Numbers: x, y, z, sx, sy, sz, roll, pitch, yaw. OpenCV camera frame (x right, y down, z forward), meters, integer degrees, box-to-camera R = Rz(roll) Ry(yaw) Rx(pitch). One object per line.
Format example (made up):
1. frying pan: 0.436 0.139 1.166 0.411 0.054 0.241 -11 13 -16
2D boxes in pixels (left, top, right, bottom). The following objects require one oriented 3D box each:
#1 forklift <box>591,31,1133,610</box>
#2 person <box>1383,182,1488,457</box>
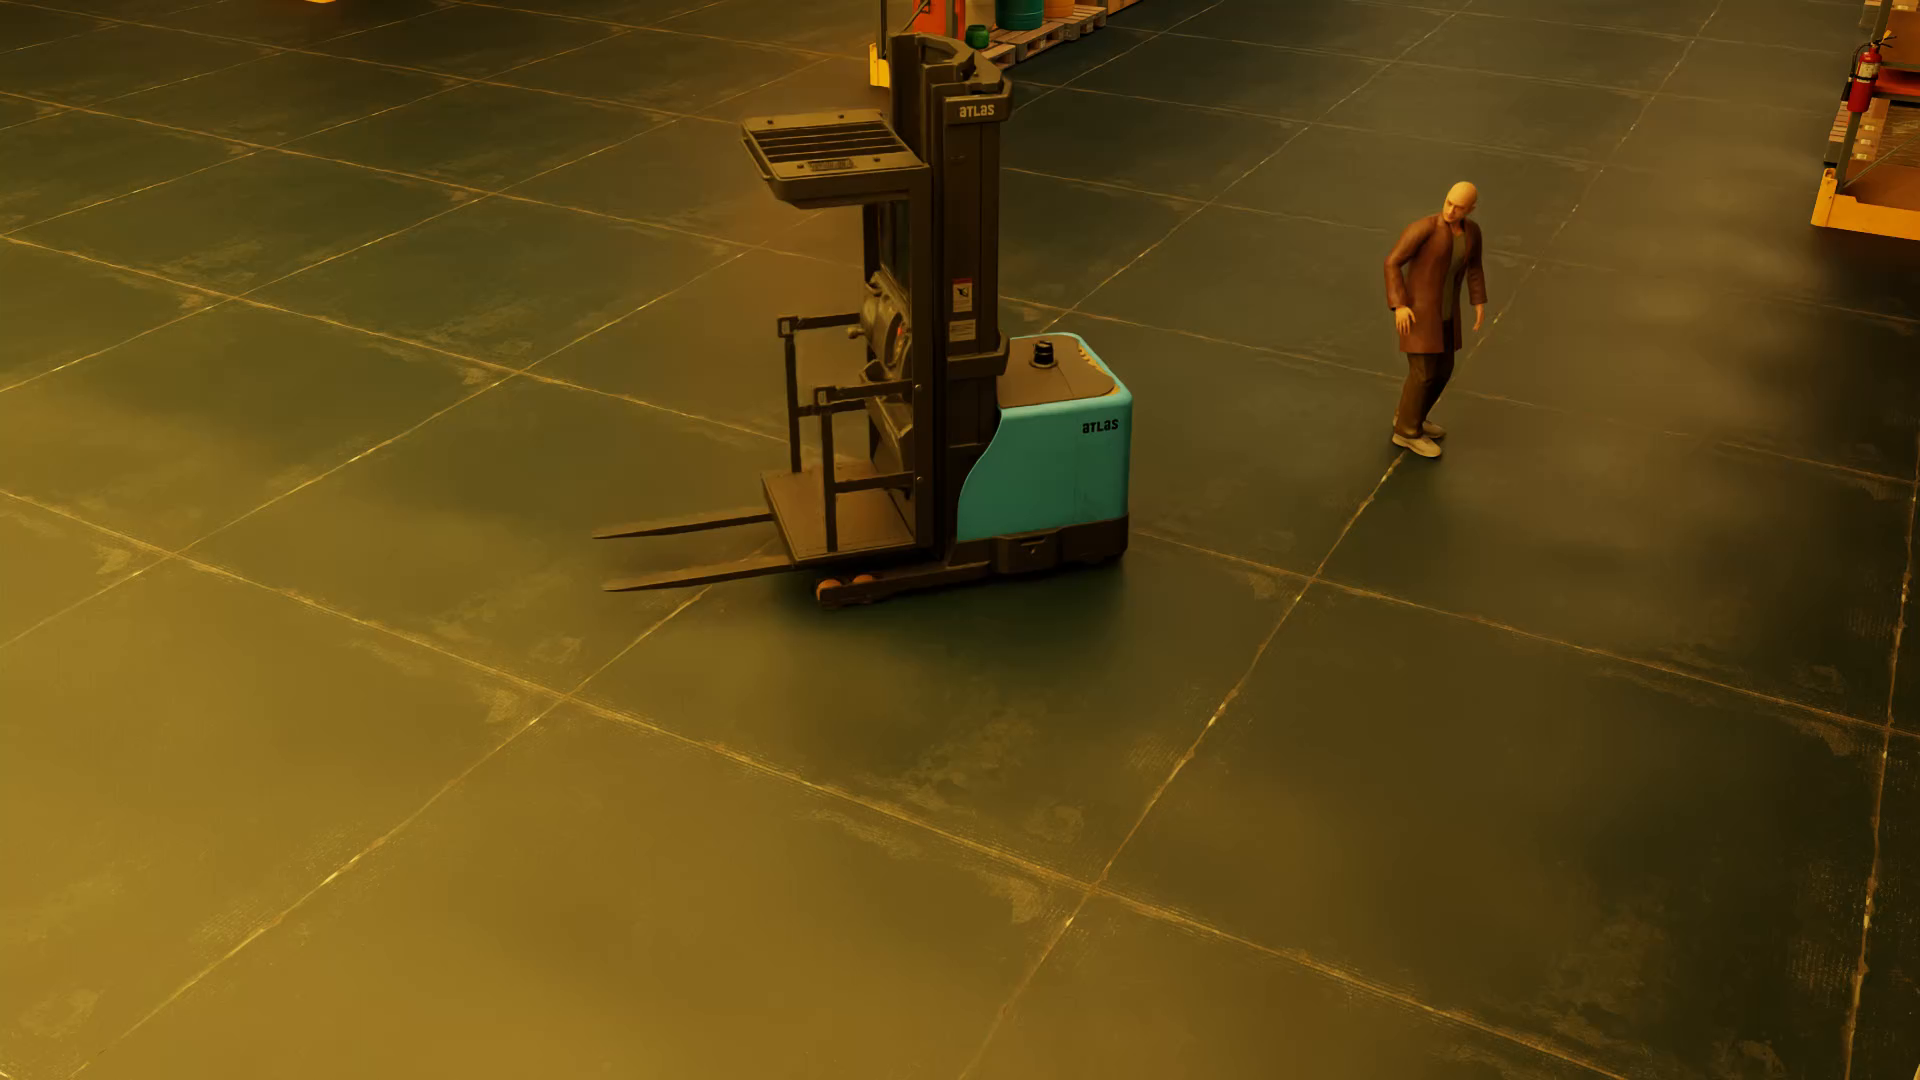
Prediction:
1. forklift: -0.592 -1.173 9.103 3.031 2.935 1.130 -8 31 -14
2. person: 3.122 -1.440 10.749 0.799 1.755 0.558 -19 35 -29
